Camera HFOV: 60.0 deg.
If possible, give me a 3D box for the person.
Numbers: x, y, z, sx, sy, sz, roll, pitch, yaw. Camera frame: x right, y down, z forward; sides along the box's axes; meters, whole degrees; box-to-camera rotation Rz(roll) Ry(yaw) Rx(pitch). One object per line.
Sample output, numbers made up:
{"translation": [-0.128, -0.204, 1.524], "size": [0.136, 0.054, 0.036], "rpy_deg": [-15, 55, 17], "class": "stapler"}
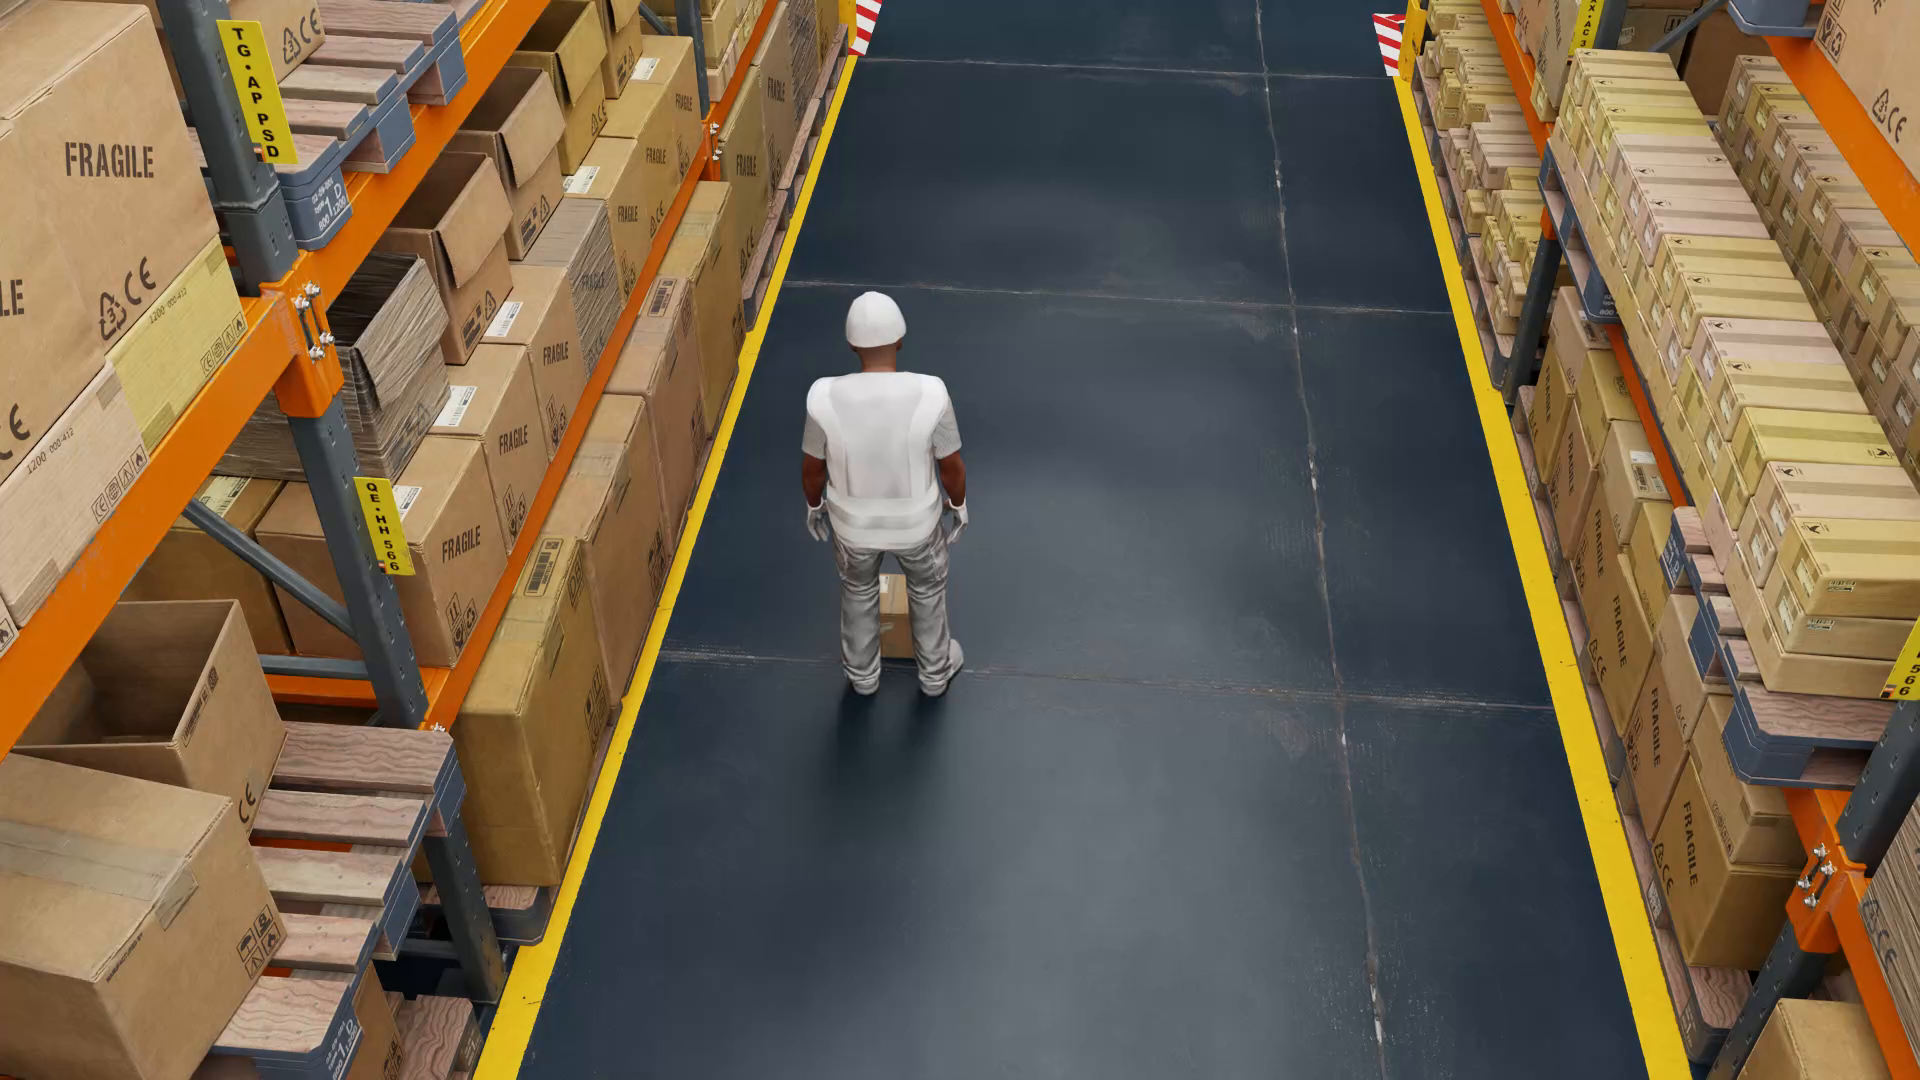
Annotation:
{"translation": [-0.276, -0.119, 6.292], "size": [0.616, 1.772, 0.452], "rpy_deg": [2, 40, 2], "class": "person"}
